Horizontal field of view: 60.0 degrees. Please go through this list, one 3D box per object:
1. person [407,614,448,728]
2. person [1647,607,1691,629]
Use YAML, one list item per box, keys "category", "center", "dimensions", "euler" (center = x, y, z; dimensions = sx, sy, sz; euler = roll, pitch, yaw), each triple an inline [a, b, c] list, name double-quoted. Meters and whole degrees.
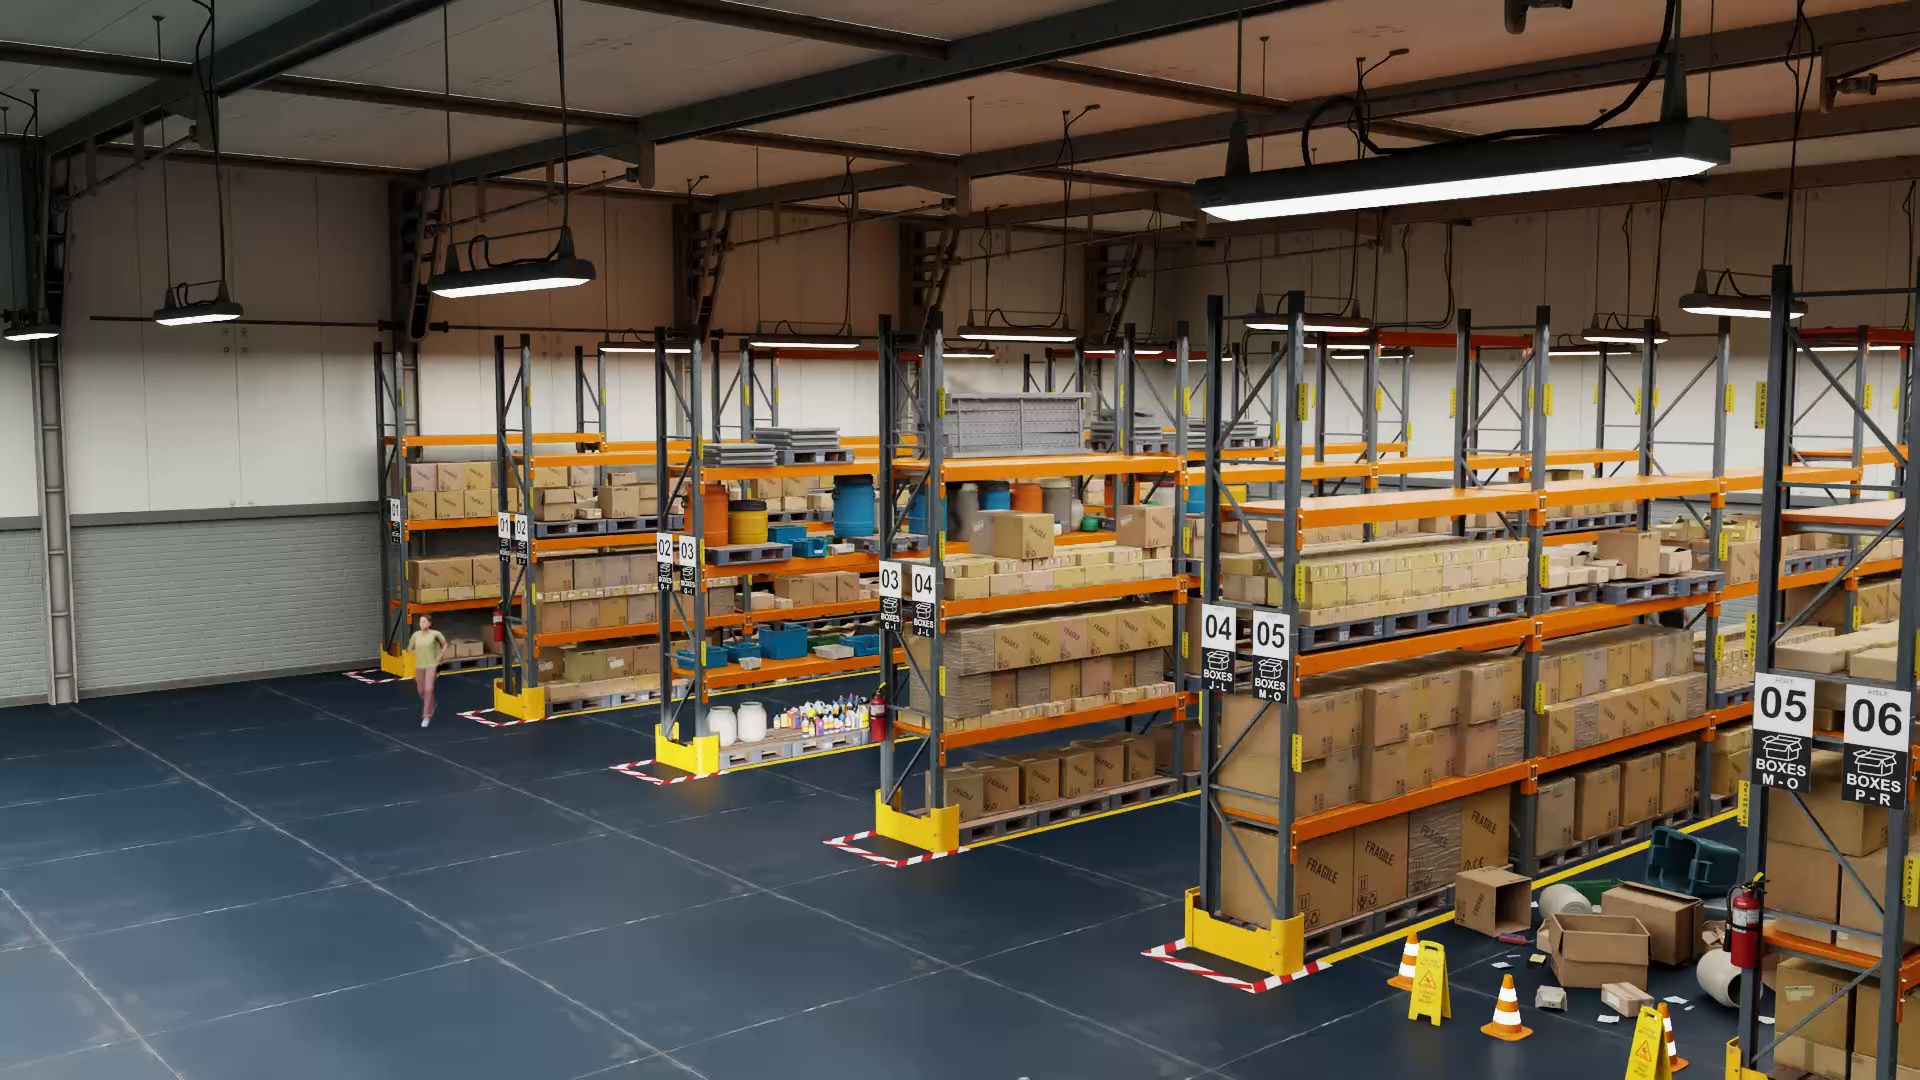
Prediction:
- category: "person"
  center: [-8.260, 1.993, 25.721]
  dimensions: [0.586, 1.683, 0.848]
  euler: [0, 5, 4]
- category: "person"
  center: [12.594, 1.663, 29.453]
  dimensions: [0.701, 1.745, 0.690]
  euler: [-2, 6, -24]
